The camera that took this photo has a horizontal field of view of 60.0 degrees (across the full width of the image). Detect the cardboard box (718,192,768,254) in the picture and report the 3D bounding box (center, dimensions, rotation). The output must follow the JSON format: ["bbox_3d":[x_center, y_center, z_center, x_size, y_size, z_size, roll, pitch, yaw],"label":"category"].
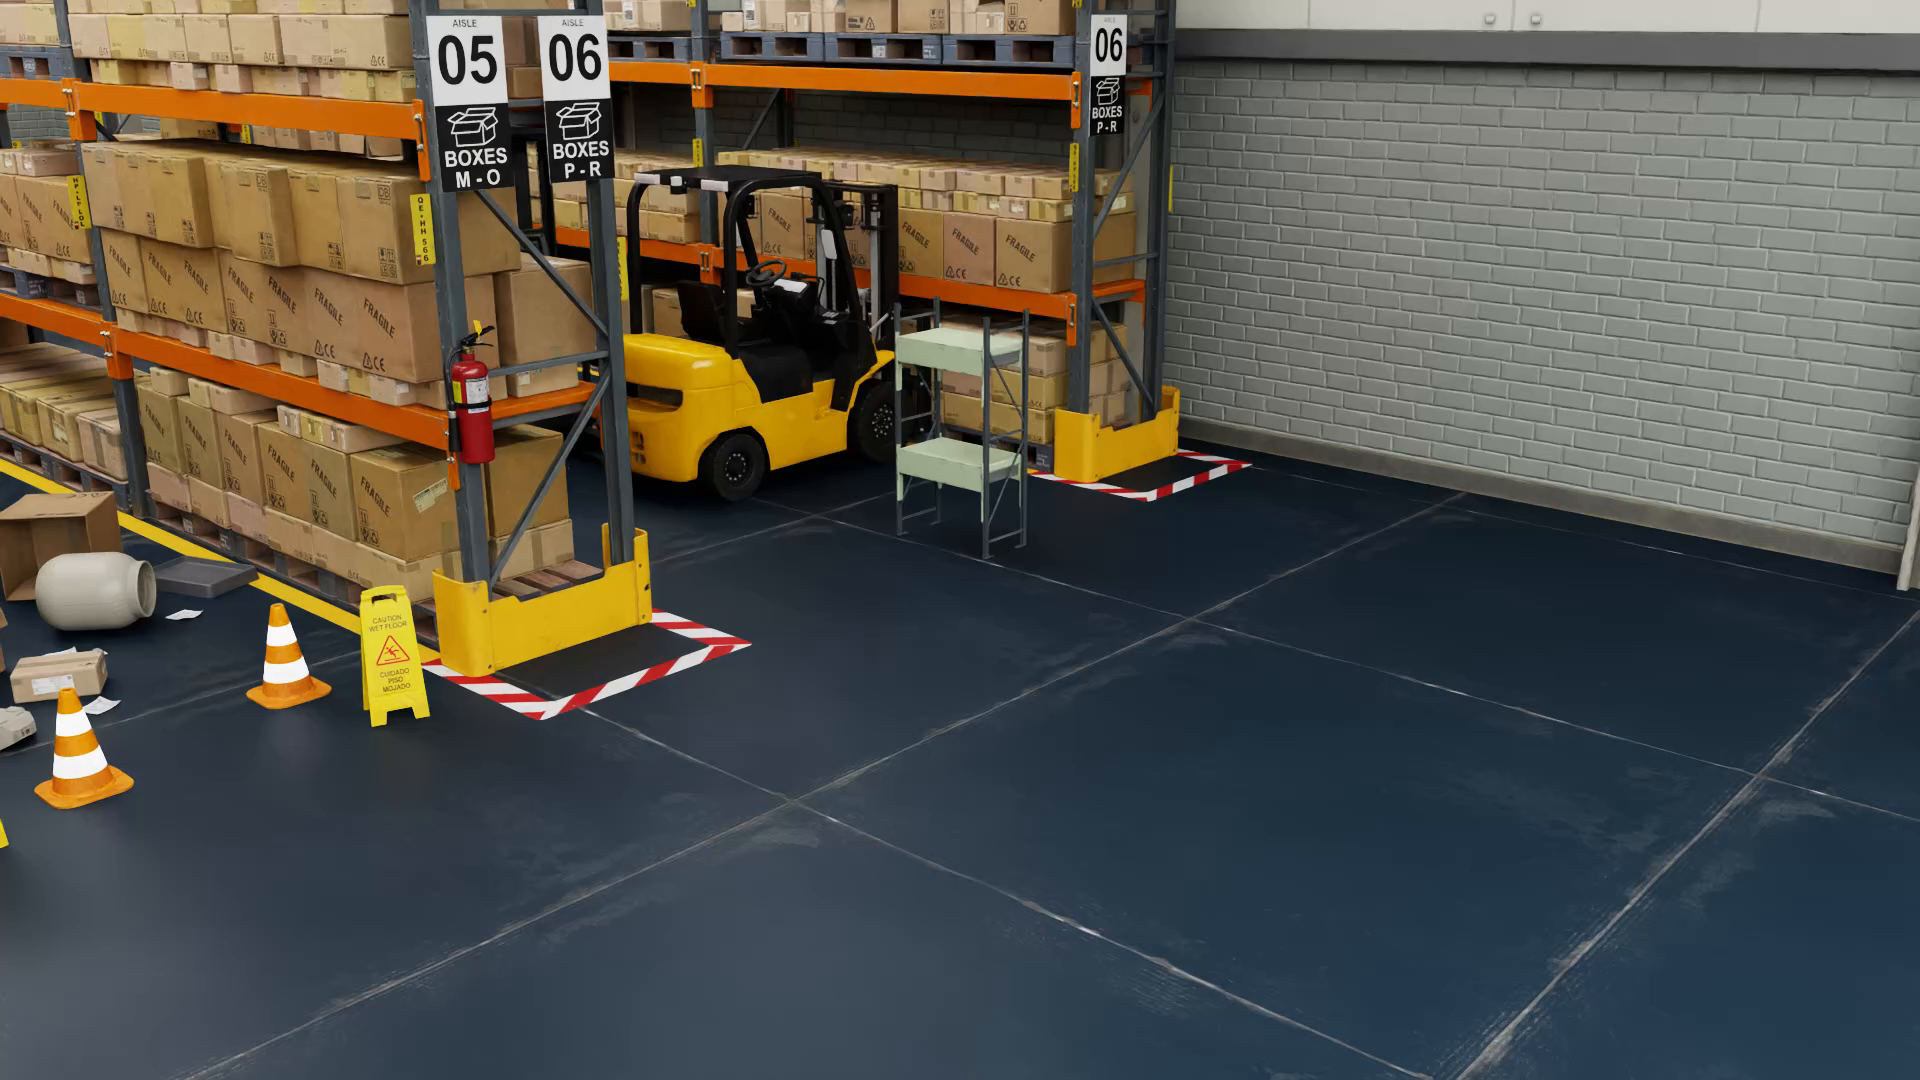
[{"bbox_3d":[-1.680,-2.704,14.008,0.500,0.500,0.500,14,22,38],"label":"cardboard box"}]

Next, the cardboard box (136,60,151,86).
[{"bbox_3d":[-4.643,-2.783,9.877,0.250,0.149,0.380,15,23,39],"label":"cardboard box"}]

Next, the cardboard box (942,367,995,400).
[{"bbox_3d":[0.214,-1.259,12.646,0.500,0.250,0.500,15,23,39],"label":"cardboard box"}]

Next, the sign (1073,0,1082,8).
[{"bbox_3d":[0.783,-3.695,11.005,0.005,0.325,0.100,15,23,39],"label":"sign"}]

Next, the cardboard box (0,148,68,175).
[{"bbox_3d":[-6.371,-2.606,11.441,0.250,0.149,0.380,14,22,37],"label":"cardboard box"}]

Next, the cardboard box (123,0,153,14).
[{"bbox_3d":[-4.528,-3.074,9.478,0.250,0.149,0.380,15,23,39],"label":"cardboard box"}]

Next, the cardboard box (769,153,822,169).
[{"bbox_3d":[-1.345,-3.091,13.662,0.250,0.149,0.380,14,23,38],"label":"cardboard box"}]

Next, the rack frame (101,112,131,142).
[{"bbox_3d":[-10.814,-5.214,22.082,0.127,3.000,1.000,15,23,39],"label":"rack frame"}]

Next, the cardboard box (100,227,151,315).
[{"bbox_3d":[-4.987,-1.719,10.411,0.500,0.500,0.500,15,23,39],"label":"cardboard box"}]

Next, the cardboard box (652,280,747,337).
[{"bbox_3d":[-2.236,-1.975,15.107,0.625,0.625,0.875,16,24,42],"label":"cardboard box"}]

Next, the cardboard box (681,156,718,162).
[{"bbox_3d":[-2.311,-3.396,15.117,0.250,0.149,0.380,15,23,39],"label":"cardboard box"}]

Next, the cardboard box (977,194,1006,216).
[{"bbox_3d":[0.343,-2.475,12.214,0.250,0.149,0.380,16,23,40],"label":"cardboard box"}]

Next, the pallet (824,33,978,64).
[{"bbox_3d":[-0.275,-3.782,12.756,1.213,0.211,1.003,15,23,39],"label":"pallet"}]

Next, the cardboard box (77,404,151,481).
[{"bbox_3d":[-5.525,-0.733,11.613,0.625,0.372,0.950,15,23,40],"label":"cardboard box"}]

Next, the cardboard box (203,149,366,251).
[{"bbox_3d":[-3.770,-1.911,9.364,0.500,0.500,0.700,15,23,39],"label":"cardboard box"}]

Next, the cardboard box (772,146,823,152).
[{"bbox_3d":[-1.399,-3.307,14.345,0.250,0.149,0.380,15,23,39],"label":"cardboard box"}]

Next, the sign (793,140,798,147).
[{"bbox_3d":[-1.471,-3.381,14.743,0.005,0.325,0.100,15,23,39],"label":"sign"}]

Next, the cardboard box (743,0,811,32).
[{"bbox_3d":[-1.378,-4.217,13.271,0.500,0.311,0.500,16,23,40],"label":"cardboard box"}]

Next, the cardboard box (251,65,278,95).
[{"bbox_3d":[-3.531,-2.459,8.859,0.250,0.149,0.380,14,22,38],"label":"cardboard box"}]

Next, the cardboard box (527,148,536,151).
[{"bbox_3d":[-4.174,-3.685,16.027,0.250,0.149,0.380,15,23,40],"label":"cardboard box"}]

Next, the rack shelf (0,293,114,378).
[{"bbox_3d":[-6.626,-1.739,12.323,4.000,0.370,1.077,15,23,39],"label":"rack shelf"}]

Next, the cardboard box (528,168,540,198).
[{"bbox_3d":[-3.908,-3.420,15.851,0.500,0.250,0.500,14,23,38],"label":"cardboard box"}]

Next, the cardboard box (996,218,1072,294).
[{"bbox_3d":[0.611,-2.088,12.068,0.500,0.500,0.500,14,23,38],"label":"cardboard box"}]

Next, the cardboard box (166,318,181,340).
[{"bbox_3d":[-4.666,-1.340,10.289,0.250,0.149,0.380,15,23,39],"label":"cardboard box"}]

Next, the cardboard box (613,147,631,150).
[{"bbox_3d":[-3.414,-3.717,16.128,0.250,0.149,0.380,15,23,38],"label":"cardboard box"}]

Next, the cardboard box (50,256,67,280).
[{"bbox_3d":[-5.884,-1.859,11.231,0.250,0.149,0.380,14,22,38],"label":"cardboard box"}]

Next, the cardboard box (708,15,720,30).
[{"bbox_3d":[-2.343,-4.577,14.672,0.250,0.149,0.380,15,23,39],"label":"cardboard box"}]

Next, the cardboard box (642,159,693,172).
[{"bbox_3d":[-2.595,-3.288,14.777,0.250,0.149,0.380,15,23,39],"label":"cardboard box"}]

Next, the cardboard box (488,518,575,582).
[{"bbox_3d":[-2.559,0.008,9.478,0.500,0.250,0.500,15,23,39],"label":"cardboard box"}]

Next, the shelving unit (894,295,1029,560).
[{"bbox_3d":[0.005,-0.714,10.381,0.755,1.500,0.431,15,23,39],"label":"shelving unit"}]

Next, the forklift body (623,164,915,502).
[{"bbox_3d":[-1.476,-1.565,11.986,1.214,2.155,2.313,15,23,39],"label":"forklift body"}]

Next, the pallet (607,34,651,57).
[{"bbox_3d":[-3.425,-4.607,15.524,1.213,0.211,1.003,16,24,42],"label":"pallet"}]

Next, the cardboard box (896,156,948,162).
[{"bbox_3d":[-0.294,-2.985,13.329,0.250,0.149,0.380,16,24,41],"label":"cardboard box"}]

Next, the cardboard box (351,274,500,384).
[{"bbox_3d":[-2.728,-1.114,8.505,0.500,0.500,0.500,15,23,38],"label":"cardboard box"}]

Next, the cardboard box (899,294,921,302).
[{"bbox_3d":[-0.584,-1.913,13.878,0.500,0.250,0.500,15,23,40],"label":"cardboard box"}]

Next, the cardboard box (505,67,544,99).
[{"bbox_3d":[-2.171,-2.328,8.443,0.250,0.149,0.380,15,23,39],"label":"cardboard box"}]

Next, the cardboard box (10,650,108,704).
[{"bbox_3d":[-4.459,0.675,8.238,0.380,0.149,0.250,-6,18,-18],"label":"cardboard box"}]

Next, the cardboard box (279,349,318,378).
[{"bbox_3d":[-3.564,-1.025,9.299,0.250,0.149,0.380,15,23,39],"label":"cardboard box"}]

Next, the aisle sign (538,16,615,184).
[{"bbox_3d":[-1.887,-2.174,8.206,0.004,0.787,0.394,15,23,39],"label":"aisle sign"}]

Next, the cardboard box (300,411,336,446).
[{"bbox_3d":[-3.416,-0.645,9.225,0.250,0.149,0.380,16,23,40],"label":"cardboard box"}]

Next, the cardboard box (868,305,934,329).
[{"bbox_3d":[-0.542,-1.693,13.186,0.500,0.250,0.500,14,23,38],"label":"cardboard box"}]

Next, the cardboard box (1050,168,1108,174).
[{"bbox_3d":[0.886,-2.683,12.378,0.250,0.149,0.380,16,24,41],"label":"cardboard box"}]

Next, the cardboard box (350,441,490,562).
[{"bbox_3d":[-2.911,-0.226,8.978,0.500,0.500,0.500,15,23,40],"label":"cardboard box"}]

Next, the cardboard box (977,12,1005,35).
[{"bbox_3d":[0.332,-3.657,11.772,0.250,0.149,0.380,14,22,38],"label":"cardboard box"}]

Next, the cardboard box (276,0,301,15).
[{"bbox_3d":[-3.292,-2.790,8.581,0.250,0.149,0.380,15,23,39],"label":"cardboard box"}]

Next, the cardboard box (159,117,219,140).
[{"bbox_3d":[-9.531,-5.188,20.518,0.500,0.500,0.500,16,23,41],"label":"cardboard box"}]

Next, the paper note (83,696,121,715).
[{"bbox_3d":[-4.167,0.798,8.046,0.142,0.019,0.148,7,19,21],"label":"paper note"}]

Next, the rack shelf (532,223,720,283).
[{"bbox_3d":[-3.335,-2.863,15.864,4.000,0.370,1.077,15,23,39],"label":"rack shelf"}]

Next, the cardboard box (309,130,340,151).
[{"bbox_3d":[-6.635,-4.249,18.183,0.500,0.500,0.700,15,23,39],"label":"cardboard box"}]

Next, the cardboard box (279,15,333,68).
[{"bbox_3d":[-3.067,-2.524,8.402,0.500,0.250,0.500,15,23,39],"label":"cardboard box"}]

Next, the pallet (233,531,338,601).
[{"bbox_3d":[-3.688,0.020,10.199,1.213,0.211,1.003,15,23,39],"label":"pallet"}]

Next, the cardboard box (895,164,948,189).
[{"bbox_3d":[-0.276,-2.758,12.613,0.250,0.149,0.380,16,23,40],"label":"cardboard box"}]

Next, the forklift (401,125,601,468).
[{"bbox_3d":[-3.419,-2.104,12.395,1.130,2.935,3.031,-13,22,-36],"label":"forklift"}]

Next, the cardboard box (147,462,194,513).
[{"bbox_3d":[-4.869,-0.391,10.735,0.500,0.250,0.500,14,22,37],"label":"cardboard box"}]

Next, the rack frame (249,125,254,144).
[{"bbox_3d":[-7.822,-4.411,19.551,0.127,3.000,1.000,15,23,39],"label":"rack frame"}]

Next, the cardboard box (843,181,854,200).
[{"bbox_3d":[-0.837,-2.774,13.157,0.250,0.149,0.380,14,22,38],"label":"cardboard box"}]
